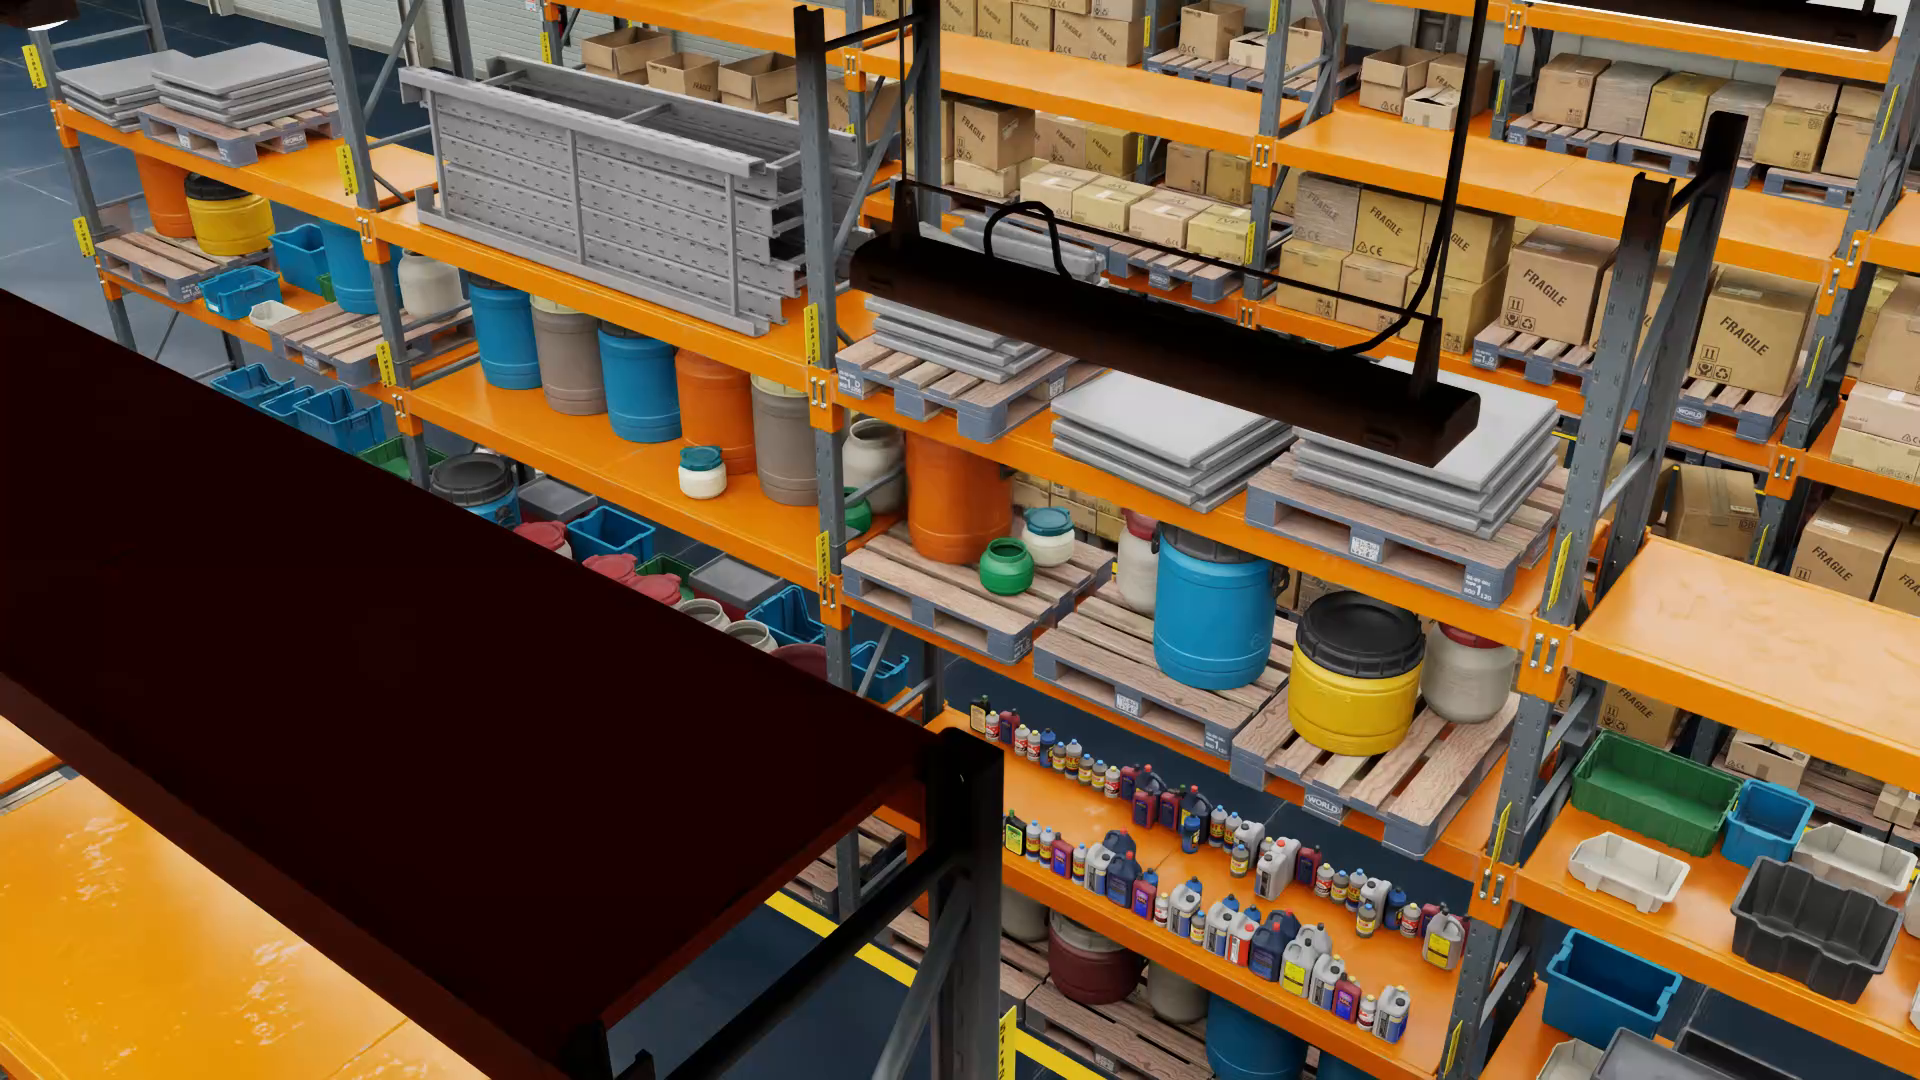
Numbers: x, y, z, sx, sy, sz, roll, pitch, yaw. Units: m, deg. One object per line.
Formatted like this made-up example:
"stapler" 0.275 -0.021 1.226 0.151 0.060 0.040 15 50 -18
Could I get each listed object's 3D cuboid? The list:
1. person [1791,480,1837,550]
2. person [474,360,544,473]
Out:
"person" 7.317 -0.288 14.050 0.666 1.737 1.035 -17 35 -26
"person" -4.443 -1.419 15.992 0.928 1.626 0.479 5 32 8
